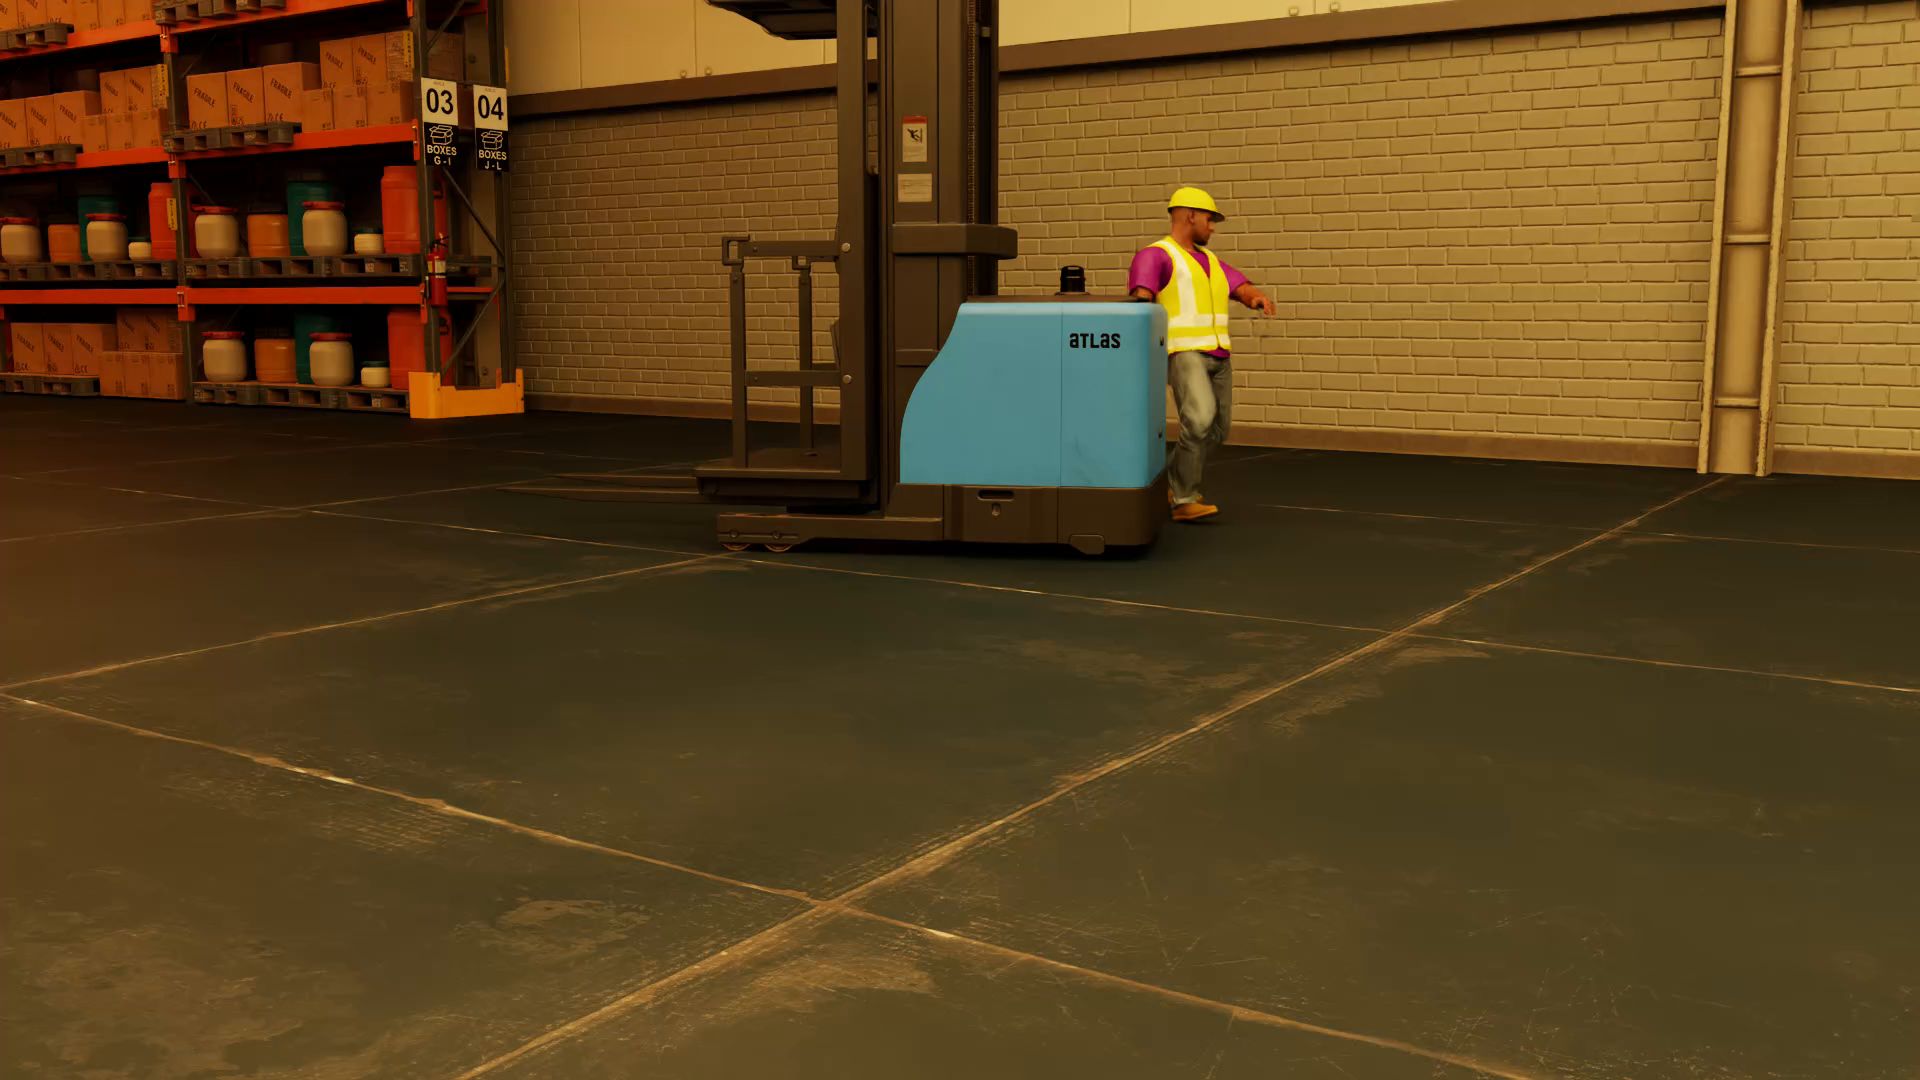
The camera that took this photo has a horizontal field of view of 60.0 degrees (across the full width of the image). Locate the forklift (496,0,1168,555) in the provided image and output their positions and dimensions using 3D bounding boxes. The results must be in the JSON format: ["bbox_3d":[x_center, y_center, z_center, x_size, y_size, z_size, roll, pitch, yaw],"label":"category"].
[{"bbox_3d":[-0.596,-1.469,7.520,3.031,2.935,1.130,2,8,12],"label":"forklift"}]

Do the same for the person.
[{"bbox_3d":[1.148,-0.920,8.242,0.853,1.659,0.794,7,11,40],"label":"person"}]
